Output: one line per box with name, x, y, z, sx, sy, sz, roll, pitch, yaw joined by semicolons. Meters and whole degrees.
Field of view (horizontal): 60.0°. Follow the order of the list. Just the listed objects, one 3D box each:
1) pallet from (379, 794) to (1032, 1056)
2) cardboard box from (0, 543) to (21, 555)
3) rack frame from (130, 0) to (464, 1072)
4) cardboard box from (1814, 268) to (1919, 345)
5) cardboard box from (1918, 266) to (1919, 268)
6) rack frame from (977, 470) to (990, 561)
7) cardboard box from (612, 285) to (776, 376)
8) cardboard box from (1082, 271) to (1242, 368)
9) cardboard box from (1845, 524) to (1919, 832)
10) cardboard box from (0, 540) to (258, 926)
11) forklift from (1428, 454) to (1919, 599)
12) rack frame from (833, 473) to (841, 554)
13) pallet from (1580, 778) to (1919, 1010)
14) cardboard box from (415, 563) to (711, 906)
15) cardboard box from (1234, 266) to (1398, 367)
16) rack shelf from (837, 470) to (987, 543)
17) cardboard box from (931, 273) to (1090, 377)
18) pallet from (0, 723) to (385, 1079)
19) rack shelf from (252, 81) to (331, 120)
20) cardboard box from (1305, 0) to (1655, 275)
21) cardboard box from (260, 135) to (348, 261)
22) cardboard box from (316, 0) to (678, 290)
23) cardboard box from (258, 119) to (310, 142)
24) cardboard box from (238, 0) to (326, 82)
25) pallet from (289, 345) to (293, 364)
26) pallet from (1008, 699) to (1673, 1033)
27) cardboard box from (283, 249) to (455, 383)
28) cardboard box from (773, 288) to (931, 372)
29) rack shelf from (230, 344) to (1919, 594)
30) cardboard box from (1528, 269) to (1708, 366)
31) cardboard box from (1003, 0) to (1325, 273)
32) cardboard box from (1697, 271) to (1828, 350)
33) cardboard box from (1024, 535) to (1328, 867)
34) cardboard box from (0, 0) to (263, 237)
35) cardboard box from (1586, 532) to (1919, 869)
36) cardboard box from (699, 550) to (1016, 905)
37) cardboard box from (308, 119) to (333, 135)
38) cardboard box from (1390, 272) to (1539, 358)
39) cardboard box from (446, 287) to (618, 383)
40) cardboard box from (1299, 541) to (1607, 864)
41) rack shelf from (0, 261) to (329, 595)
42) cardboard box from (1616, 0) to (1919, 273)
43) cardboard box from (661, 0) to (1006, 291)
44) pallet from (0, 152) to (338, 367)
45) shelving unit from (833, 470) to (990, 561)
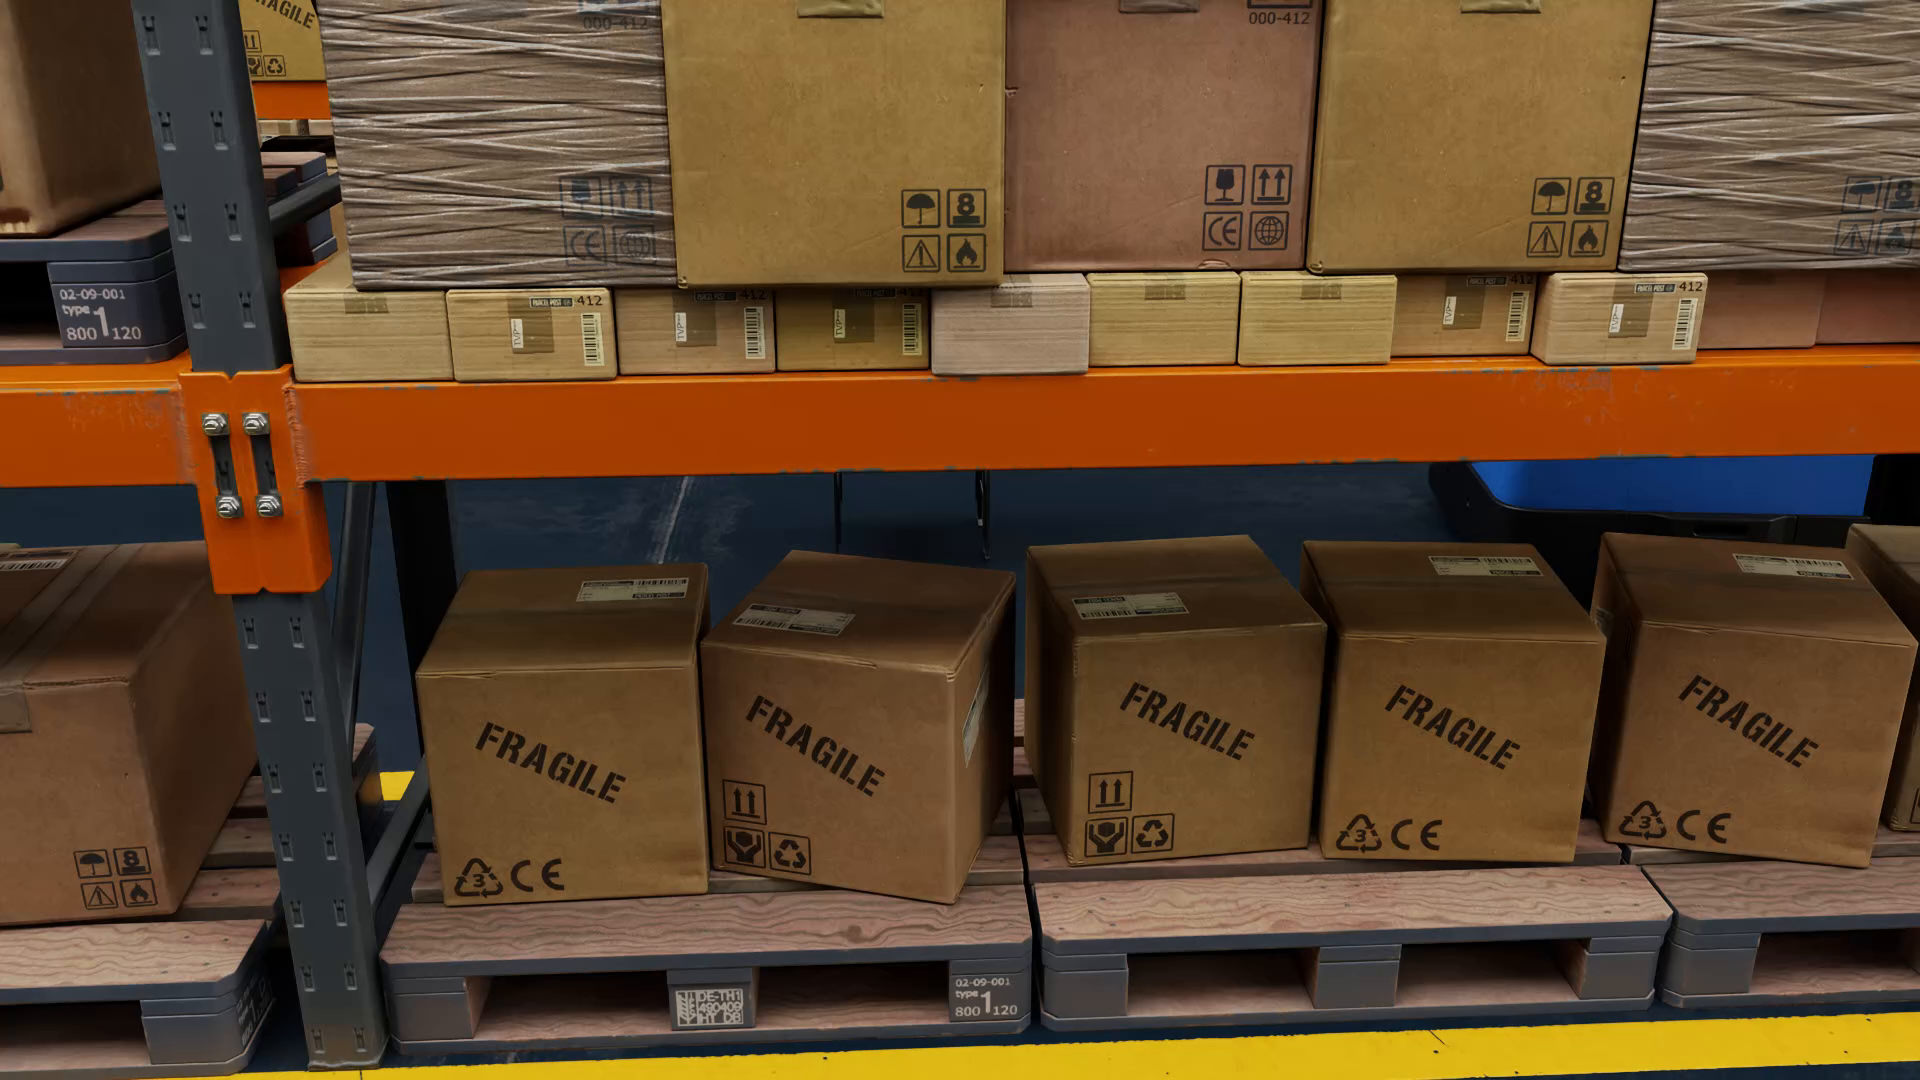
pallet;-0.493;0.674;3.555;1.213;0.211;1.003;-1;21;-3
cardboard box;-2.253;0.367;3.335;0.500;0.500;0.700;-1;21;-3
rack frame;-1.161;-0.603;2.990;0.127;3.000;1.000;-1;21;-3
cardboard box;1.561;-0.470;2.992;0.250;0.149;0.380;-1;21;-3
cardboard box;1.789;-0.816;2.990;0.500;0.500;0.875;-1;21;-3
rack frame;0.078;-0.983;5.252;0.015;2.100;0.400;-1;21;-3
cardboard box;-0.431;-0.399;2.805;0.250;0.149;0.380;-1;21;-3
cardboard box;0.317;-0.417;2.855;0.250;0.149;0.380;-1;21;-3
cardboard box;2.208;0.294;3.555;0.500;0.500;0.500;3;21;7
cardboard box;-1.775;0.364;3.343;0.500;0.500;0.700;-3;21;-7
forklift;3.161;-1.322;4.973;3.031;2.935;1.130;1;21;3
rack frame;-0.409;-0.973;5.226;0.015;2.100;0.400;-1;21;-3
pallet;1.943;0.624;3.685;1.213;0.211;1.003;-1;21;-3
cardboard box;-0.760;0.375;3.344;0.500;0.500;0.500;-2;21;-5
cardboard box;0.567;-0.419;2.858;0.250;0.149;0.380;-1;21;-3
rack shelf;-0.165;-0.311;5.492;0.480;0.518;0.431;-1;21;-3
cardboard box;0.070;-0.398;2.803;0.250;0.149;0.380;-1;21;-3
pallet;-1.938;0.716;3.443;1.213;0.211;1.003;-1;21;-3
rack shelf;-3.340;-1.990;7.644;4.000;0.370;1.077;-1;21;-3
cardboard box;0.788;-0.815;2.988;0.500;0.500;0.875;-1;21;-3
cardboard box;-2.921;-1.449;7.783;0.750;0.750;1.050;-1;21;-3
cardboard box;-0.708;-0.776;2.885;0.500;0.500;0.875;-1;21;-3
cardboard box;-5.156;-3.018;12.436;0.625;0.372;0.950;-3;21;-7
cardboard box;-2.858;-2.288;7.274;0.500;0.500;0.500;-1;21;-2
pallet;-3.330;-0.996;7.940;1.213;0.211;1.003;-1;21;-3
pallet;0.728;0.648;3.622;1.213;0.211;1.003;-1;21;-3
cardboard box;-0.929;-0.383;2.765;0.250;0.149;0.380;-1;21;-3
cardboard box;-0.182;-0.407;2.828;0.250;0.149;0.380;-1;21;-3
rack shelf;0.836;-0.308;3.224;4.000;0.370;1.077;-1;21;-3
cardboard box;1.068;-0.420;2.862;0.250;0.149;0.380;-1;21;-3
cardboard box;0.286;-0.820;3.000;0.500;0.500;0.875;-1;21;-3
cardboard box;1.312;-0.457;2.958;0.250;0.149;0.380;-1;21;-3
cardboard box;0.427;0.320;3.488;0.500;0.500;0.500;-3;21;-8
cardboard box;-1.962;-1.113;2.896;1.000;1.000;1.000;-1;21;-3
cardboard box;1.613;0.319;3.491;0.500;0.500;0.500;4;21;11
cardboard box;-0.188;0.361;3.381;0.500;0.500;0.500;5;22;14
cardboard box;-4.420;-3.036;12.483;0.625;0.372;0.950;-2;21;-4
cardboard box;0.814;-0.440;2.913;0.250;0.149;0.380;-1;21;-3
cardboard box;-0.679;-0.384;2.766;0.250;0.149;0.380;-1;21;-3
cardboard box;0.987;0.325;3.476;0.500;0.500;0.500;1;21;2
rack shelf;-3.158;-0.226;3.011;4.000;0.370;1.077;-1;21;-3
cardboard box;1.288;-0.821;3.004;0.500;0.500;0.875;-1;21;-3
cardboard box;-0.207;-0.774;2.879;0.500;0.500;0.875;-1;21;-3
pallet;-1.933;-0.550;3.119;1.213;0.211;1.003;-1;21;-3
shelving unit;-0.165;-0.978;5.239;0.503;2.100;0.431;-1;21;-3
